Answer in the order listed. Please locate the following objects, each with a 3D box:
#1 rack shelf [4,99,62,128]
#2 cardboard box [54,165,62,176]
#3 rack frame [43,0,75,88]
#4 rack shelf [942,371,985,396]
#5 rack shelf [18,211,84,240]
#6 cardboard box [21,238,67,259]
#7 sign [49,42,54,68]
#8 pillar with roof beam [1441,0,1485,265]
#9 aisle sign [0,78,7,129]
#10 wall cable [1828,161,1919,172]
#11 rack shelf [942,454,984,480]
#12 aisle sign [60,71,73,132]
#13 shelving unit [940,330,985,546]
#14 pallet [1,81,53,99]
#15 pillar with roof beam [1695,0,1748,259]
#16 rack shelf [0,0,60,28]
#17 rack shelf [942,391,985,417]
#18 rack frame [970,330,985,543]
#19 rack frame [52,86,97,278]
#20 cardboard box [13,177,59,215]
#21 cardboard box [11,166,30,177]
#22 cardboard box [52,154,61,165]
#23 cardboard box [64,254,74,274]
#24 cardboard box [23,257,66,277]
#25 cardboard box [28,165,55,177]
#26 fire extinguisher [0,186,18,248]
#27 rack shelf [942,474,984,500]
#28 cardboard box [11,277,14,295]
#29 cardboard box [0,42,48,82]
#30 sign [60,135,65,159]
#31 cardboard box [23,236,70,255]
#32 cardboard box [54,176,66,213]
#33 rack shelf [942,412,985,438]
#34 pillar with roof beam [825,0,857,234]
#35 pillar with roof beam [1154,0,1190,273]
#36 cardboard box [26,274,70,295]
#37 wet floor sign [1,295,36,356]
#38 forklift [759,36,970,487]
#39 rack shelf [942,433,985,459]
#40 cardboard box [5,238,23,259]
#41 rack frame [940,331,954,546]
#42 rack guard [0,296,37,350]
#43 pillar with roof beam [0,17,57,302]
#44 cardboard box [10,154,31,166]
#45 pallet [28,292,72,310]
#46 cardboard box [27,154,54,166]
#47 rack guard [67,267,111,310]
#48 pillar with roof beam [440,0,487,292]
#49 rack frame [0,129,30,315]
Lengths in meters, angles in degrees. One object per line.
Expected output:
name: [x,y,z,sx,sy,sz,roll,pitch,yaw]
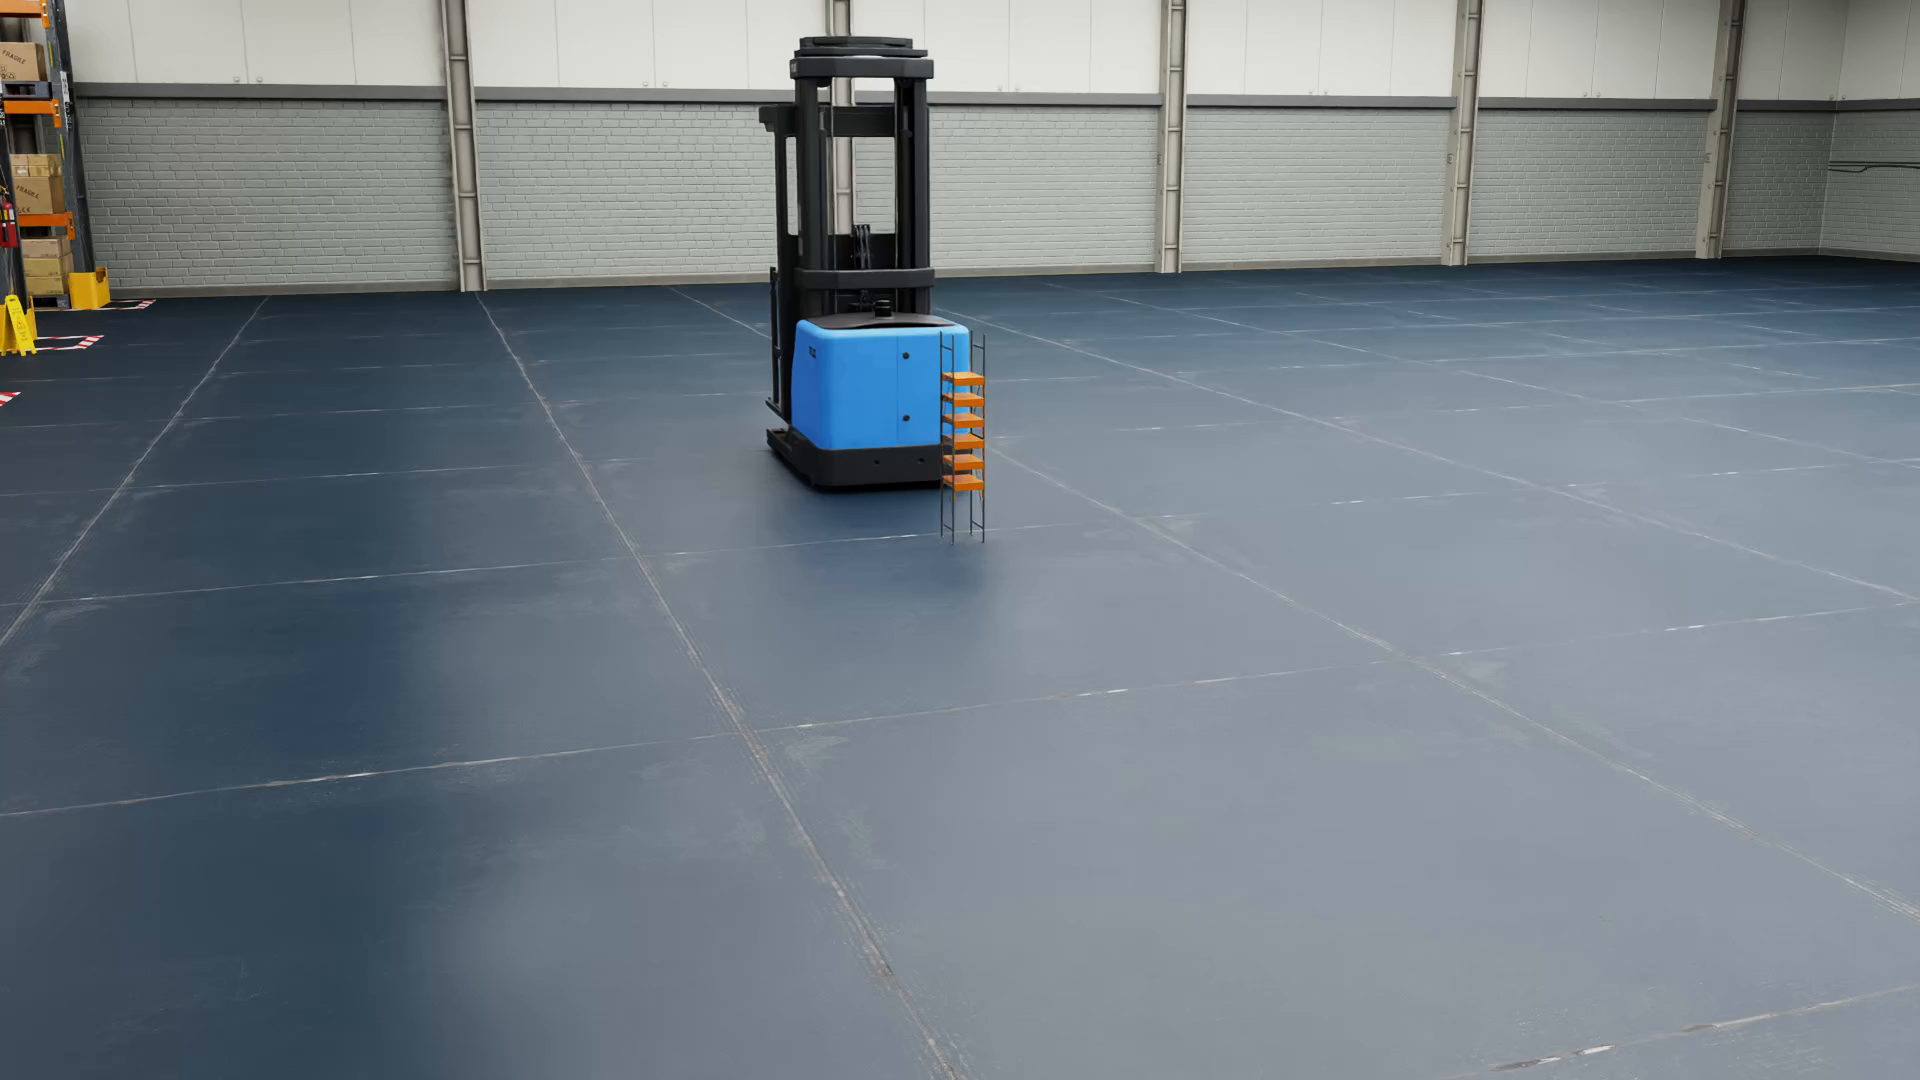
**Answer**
rack shelf: [-14.280,-5.756,22.431,4.000,0.370,1.077,-4,14,-18]
cardboard box: [-12.789,-5.190,23.362,0.250,0.149,0.380,-5,14,-20]
rack frame: [-12.384,-7.713,22.621,0.127,3.000,1.000,-4,14,-18]
rack shelf: [0.014,-0.892,9.435,0.180,0.103,0.258,-4,14,-18]
rack shelf: [-14.280,-4.296,22.778,4.000,0.370,1.077,-4,14,-18]
cardboard box: [-12.721,-4.045,23.039,0.500,0.250,0.500,-4,14,-16]
sign: [-12.225,-6.525,22.370,0.005,0.325,0.100,-4,14,-18]
pillar with roof beam: [10.788,-8.686,26.713,0.400,9.000,9.100,-4,14,-18]
aisle sign: [-10.838,-5.043,18.744,0.004,0.787,0.394,-4,14,-18]
wall cable: [18.315,-8.490,32.598,0.112,2.526,3.097,-4,14,-18]
rack shelf: [0.014,-0.425,9.546,0.180,0.103,0.258,-4,14,-18]
aisle sign: [-12.229,-5.999,22.764,0.004,0.787,0.394,-4,14,-18]
shelving unit: [0.014,-0.585,9.508,0.189,1.200,0.258,-4,14,-18]
pallet: [-13.063,-6.164,22.783,1.213,0.211,1.003,-4,14,-18]
pillar with roof beam: [16.474,-9.129,28.575,0.400,9.000,9.100,-4,14,-18]
rack shelf: [-14.280,-7.020,22.130,4.000,0.370,1.077,-4,14,-18]
rack shelf: [0.014,-0.775,9.463,0.180,0.103,0.258,-4,14,-18]
rack frame: [0.100,-0.592,9.537,0.006,1.200,0.240,-4,14,-18]
rack frame: [-12.384,-4.794,23.315,0.127,3.000,1.000,-4,14,-18]
cardboard box: [-12.767,-4.749,22.909,0.500,0.500,0.500,-5,14,-19]
cardboard box: [-12.856,-5.046,22.756,0.250,0.149,0.380,-4,14,-17]
cardboard box: [-12.771,-5.325,23.287,0.250,0.149,0.380,-5,14,-19]
cardboard box: [-12.896,-3.915,23.573,0.500,0.250,0.500,-4,14,-17]
cardboard box: [-12.746,-3.799,23.088,0.500,0.250,0.500,-5,14,-19]
cardboard box: [-12.624,-5.071,22.863,0.250,0.149,0.380,-4,14,-17]
fire extinguisher: [-10.542,-3.575,18.359,0.183,0.674,0.296,-4,14,-18]
rack shelf: [0.014,-0.308,9.574,0.180,0.103,0.258,-4,14,-18]
cardboard box: [-13.203,-3.522,23.002,0.500,0.250,0.500,-4,14,-18]
cardboard box: [-12.726,-6.469,22.534,0.500,0.500,0.500,-4,14,-16]
sign: [-12.225,-5.352,22.649,0.005,0.325,0.100,-4,14,-18]
cardboard box: [-12.900,-4.153,23.494,0.500,0.250,0.500,-5,14,-19]
cardboard box: [-12.943,-4.867,23.406,0.500,0.500,0.500,-4,14,-16]
rack shelf: [0.014,-0.658,9.491,0.180,0.103,0.258,-4,14,-18]
pillar with roof beam: [-0.586,-7.800,22.990,0.400,9.000,9.100,-4,14,-18]
pillar with roof beam: [5.101,-8.243,24.852,0.400,9.000,9.100,-4,14,-18]
cardboard box: [-12.729,-3.557,23.148,0.500,0.250,0.500,-4,14,-18]
wet floor sign: [-10.277,-2.340,18.084,0.232,0.644,0.267,0,13,1]
forklift: [-0.818,-2.069,12.008,1.130,2.935,3.031,-4,14,-16]
rack shelf: [0.014,-0.542,9.519,0.180,0.103,0.258,-4,14,-18]
cardboard box: [-13.204,-4.006,22.875,0.500,0.250,0.500,-4,14,-17]
rack frame: [-0.073,-0.578,9.480,0.006,1.200,0.240,-4,14,-18]
rack guard: [-10.870,-2.484,19.005,0.348,0.500,1.175,-4,14,-18]
pillar with roof beam: [-11.959,-6.915,19.267,0.400,9.000,9.100,-4,14,-18]
cardboard box: [-12.881,-5.205,22.783,0.250,0.149,0.380,-4,14,-18]
pallet: [-13.096,-3.372,23.362,1.213,0.211,1.003,-4,14,-18]
cardboard box: [-12.657,-5.230,22.889,0.250,0.149,0.380,-4,14,-18]
rack guard: [-12.362,-3.580,23.612,0.348,0.500,1.175,-4,14,-18]
pillar with roof beam: [-6.272,-7.358,21.128,0.400,9.000,9.100,-4,14,-18]
rack frame: [-10.798,-3.706,18.740,0.127,3.000,1.000,-4,14,-18]
